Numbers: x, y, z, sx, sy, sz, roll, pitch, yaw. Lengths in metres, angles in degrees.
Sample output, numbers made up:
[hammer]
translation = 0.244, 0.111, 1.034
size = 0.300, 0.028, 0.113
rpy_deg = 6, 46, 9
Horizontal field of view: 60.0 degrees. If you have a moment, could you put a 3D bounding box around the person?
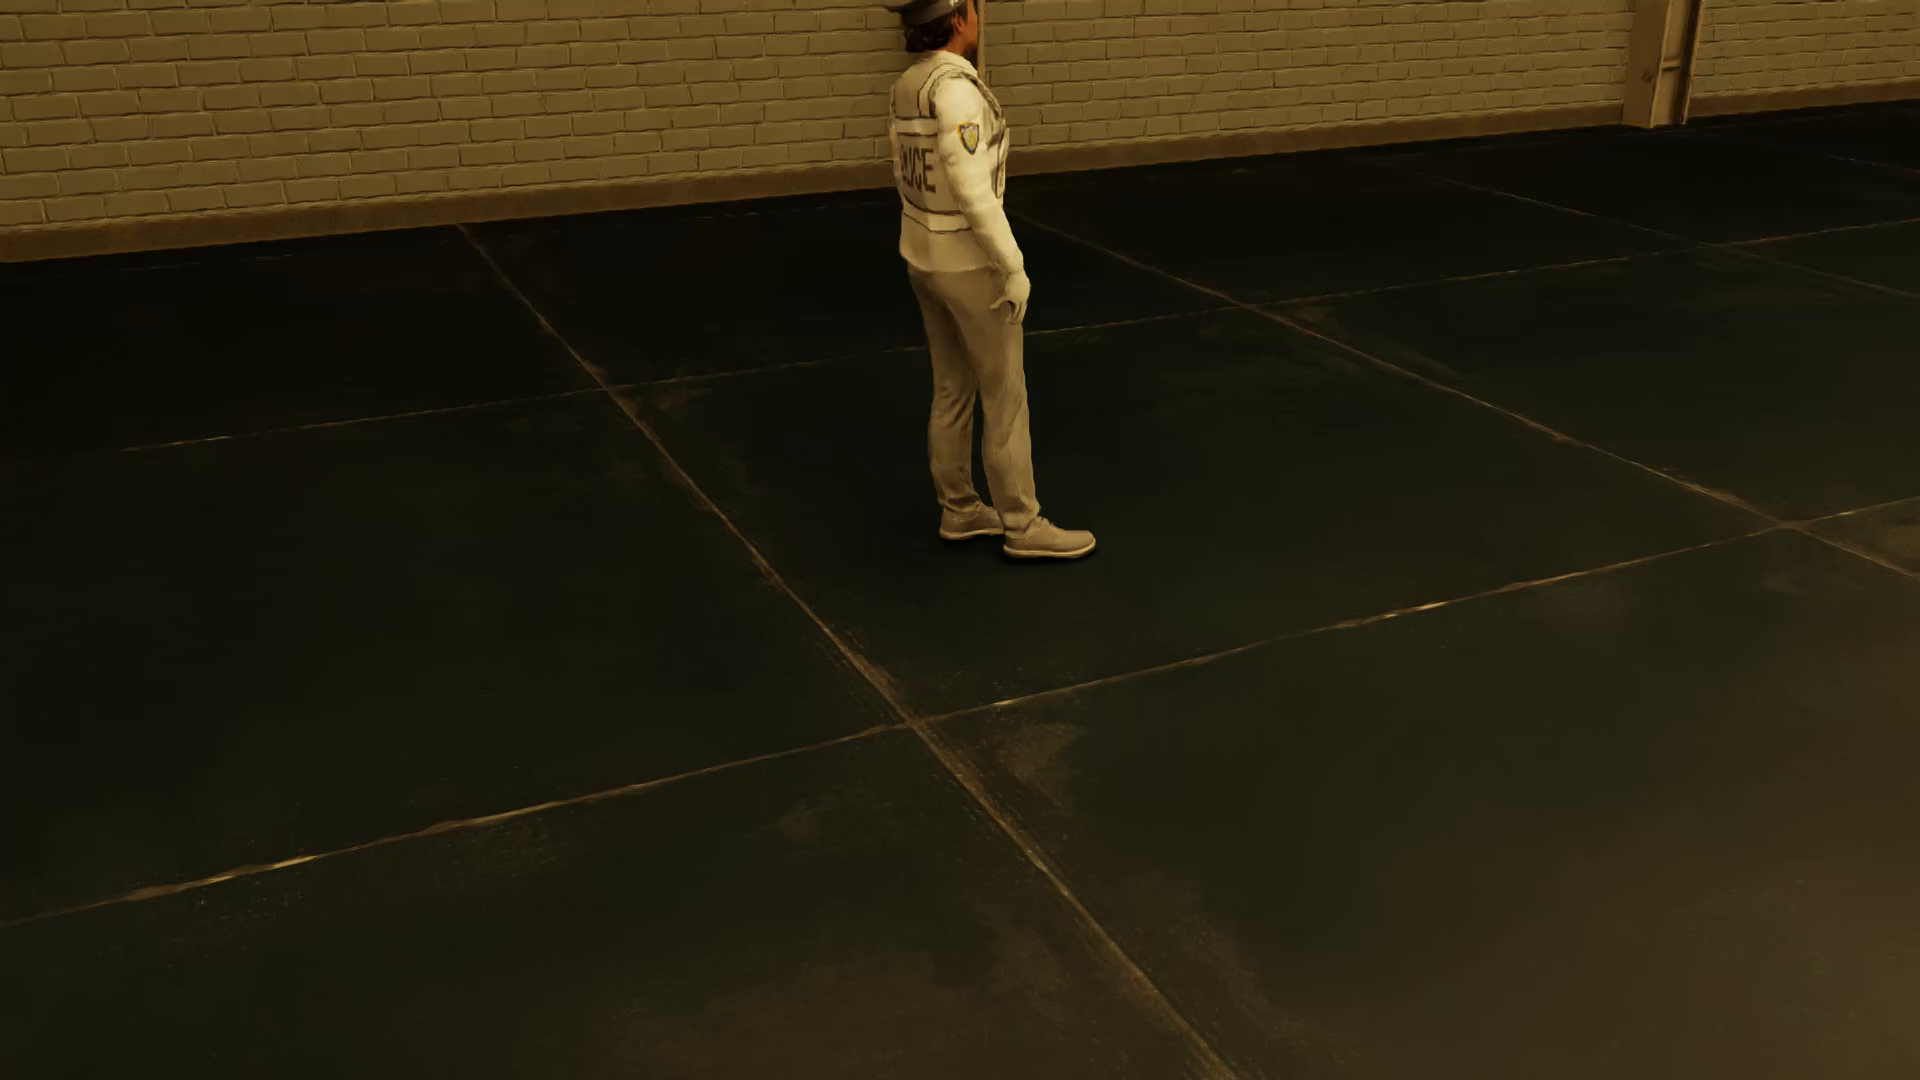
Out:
[person]
translation = 0.064, -0.798, 4.799
size = 0.533, 1.695, 0.586
rpy_deg = -10, 25, -23
